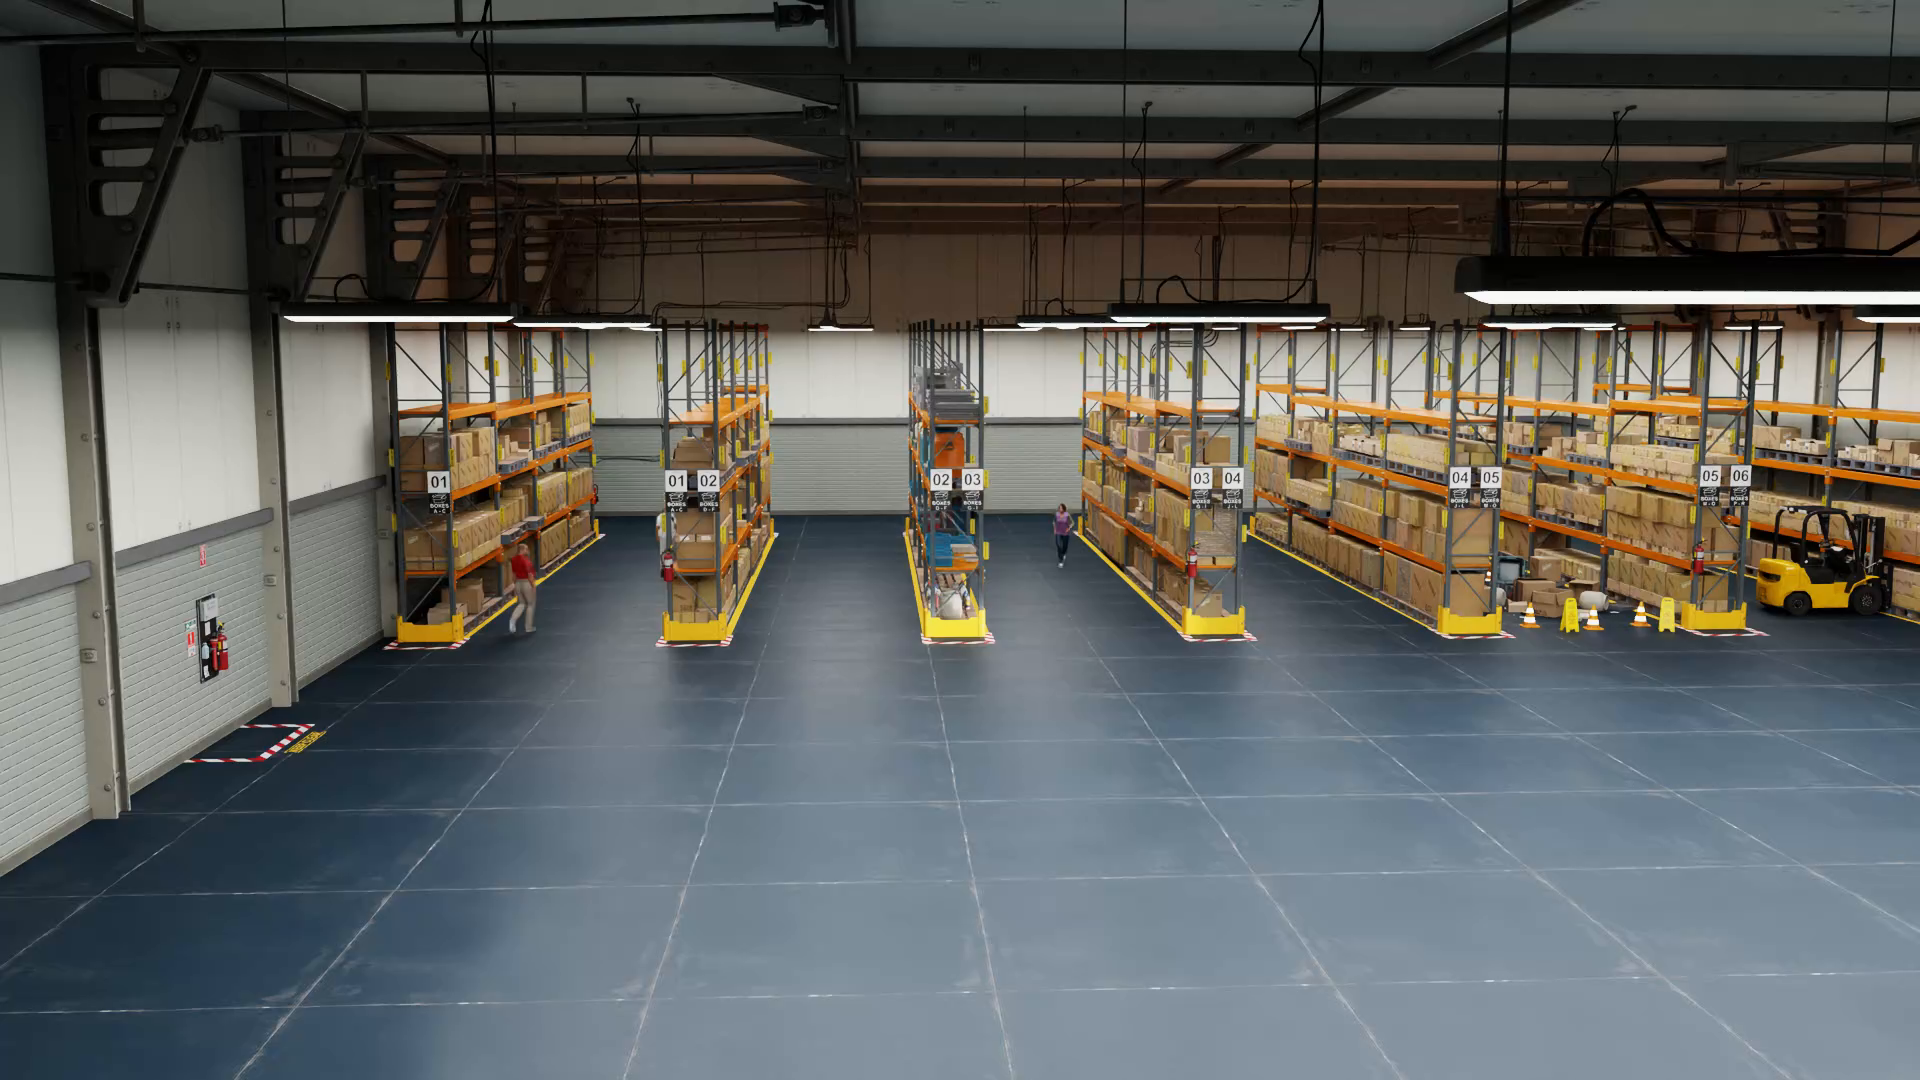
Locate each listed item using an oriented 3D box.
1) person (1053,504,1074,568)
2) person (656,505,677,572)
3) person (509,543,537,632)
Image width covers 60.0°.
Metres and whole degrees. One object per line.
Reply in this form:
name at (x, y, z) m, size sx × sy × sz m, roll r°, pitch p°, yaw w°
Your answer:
person at (2.563, -0.127, 41.237) m, size 0.533 × 1.588 × 0.648 m, roll 0°, pitch 7°, yaw 0°
person at (-7.101, -0.067, 40.379) m, size 0.573 × 1.619 × 0.956 m, roll 0°, pitch 7°, yaw 0°
person at (-8.335, 0.915, 31.934) m, size 0.551 × 1.716 × 0.449 m, roll 4°, pitch 8°, yaw 27°
